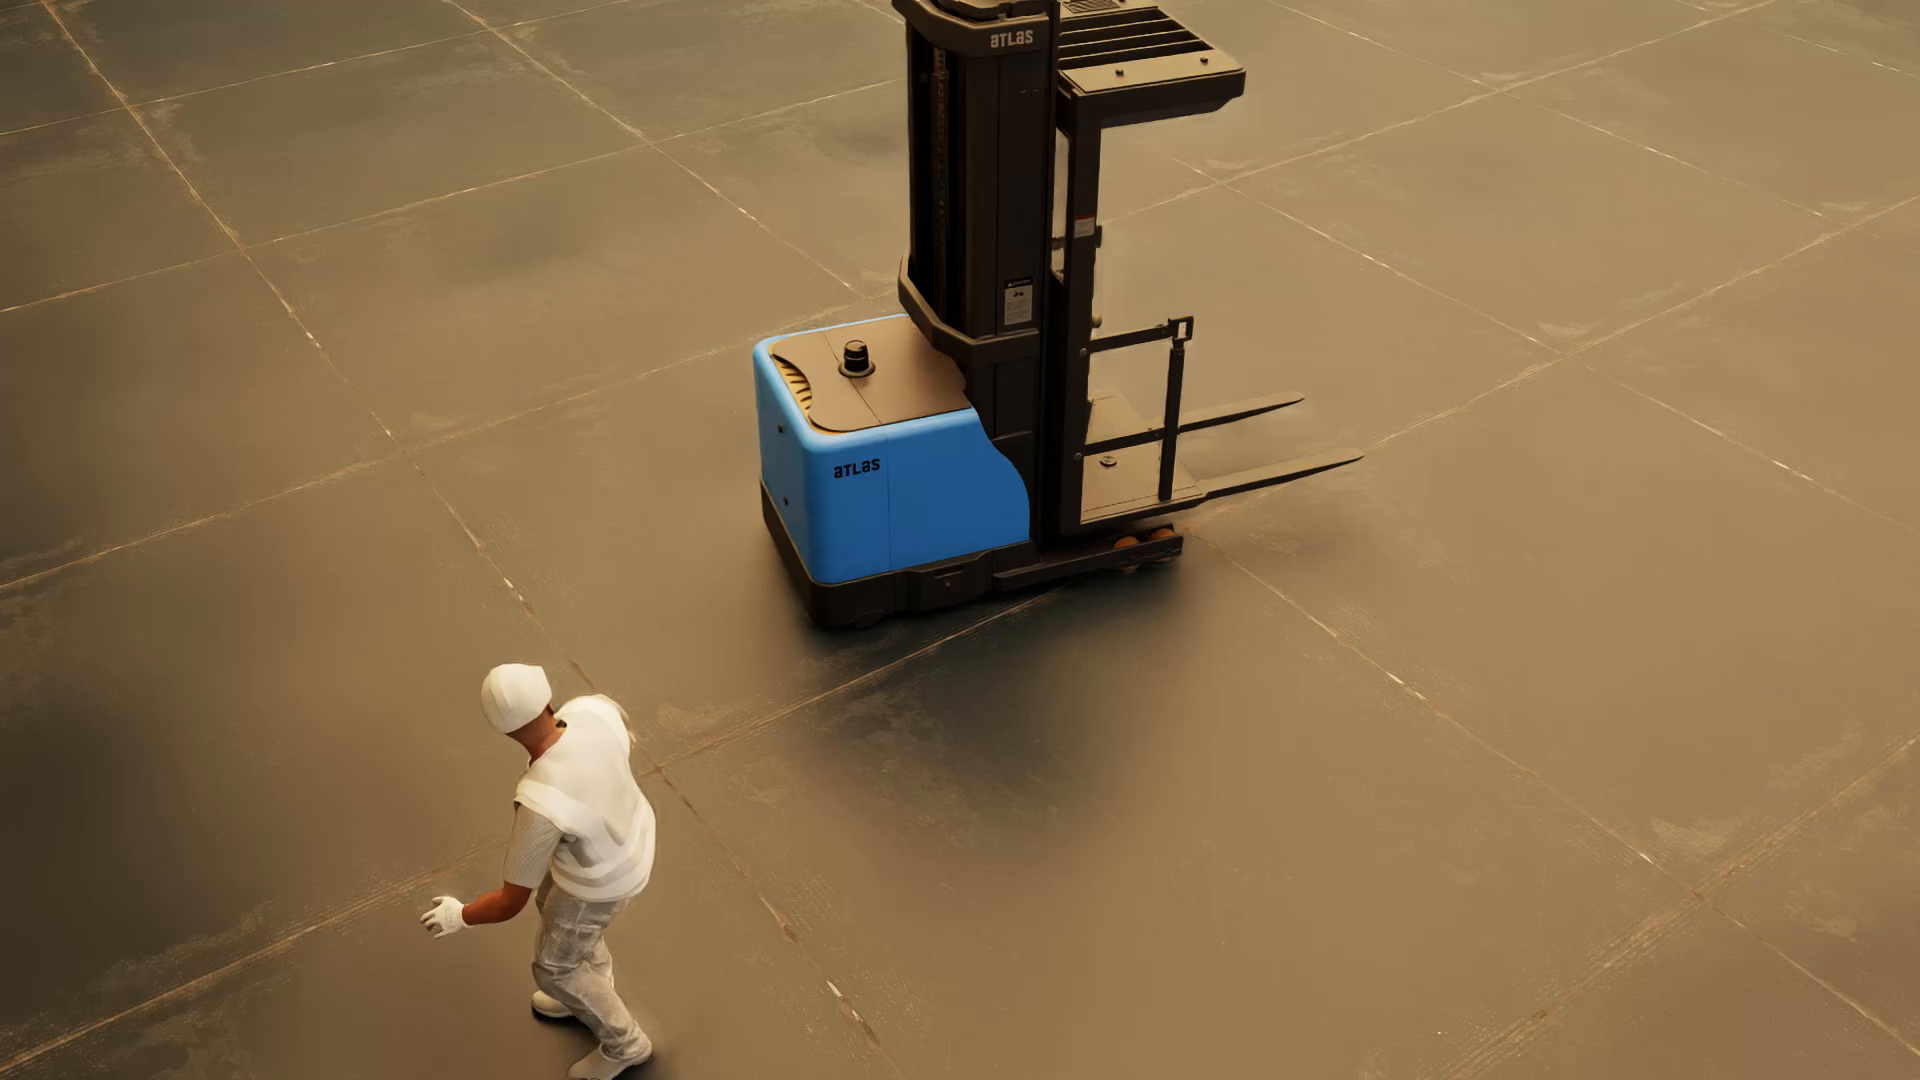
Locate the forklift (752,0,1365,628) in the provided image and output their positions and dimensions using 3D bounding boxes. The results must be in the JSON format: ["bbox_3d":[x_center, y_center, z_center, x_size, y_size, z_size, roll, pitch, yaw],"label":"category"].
[{"bbox_3d":[0.570,-1.308,7.714,3.031,2.935,1.130,-13,38,-16],"label":"forklift"}]

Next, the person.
[{"bbox_3d":[-1.372,1.087,5.538,0.692,1.720,0.808,1,36,1],"label":"person"}]
